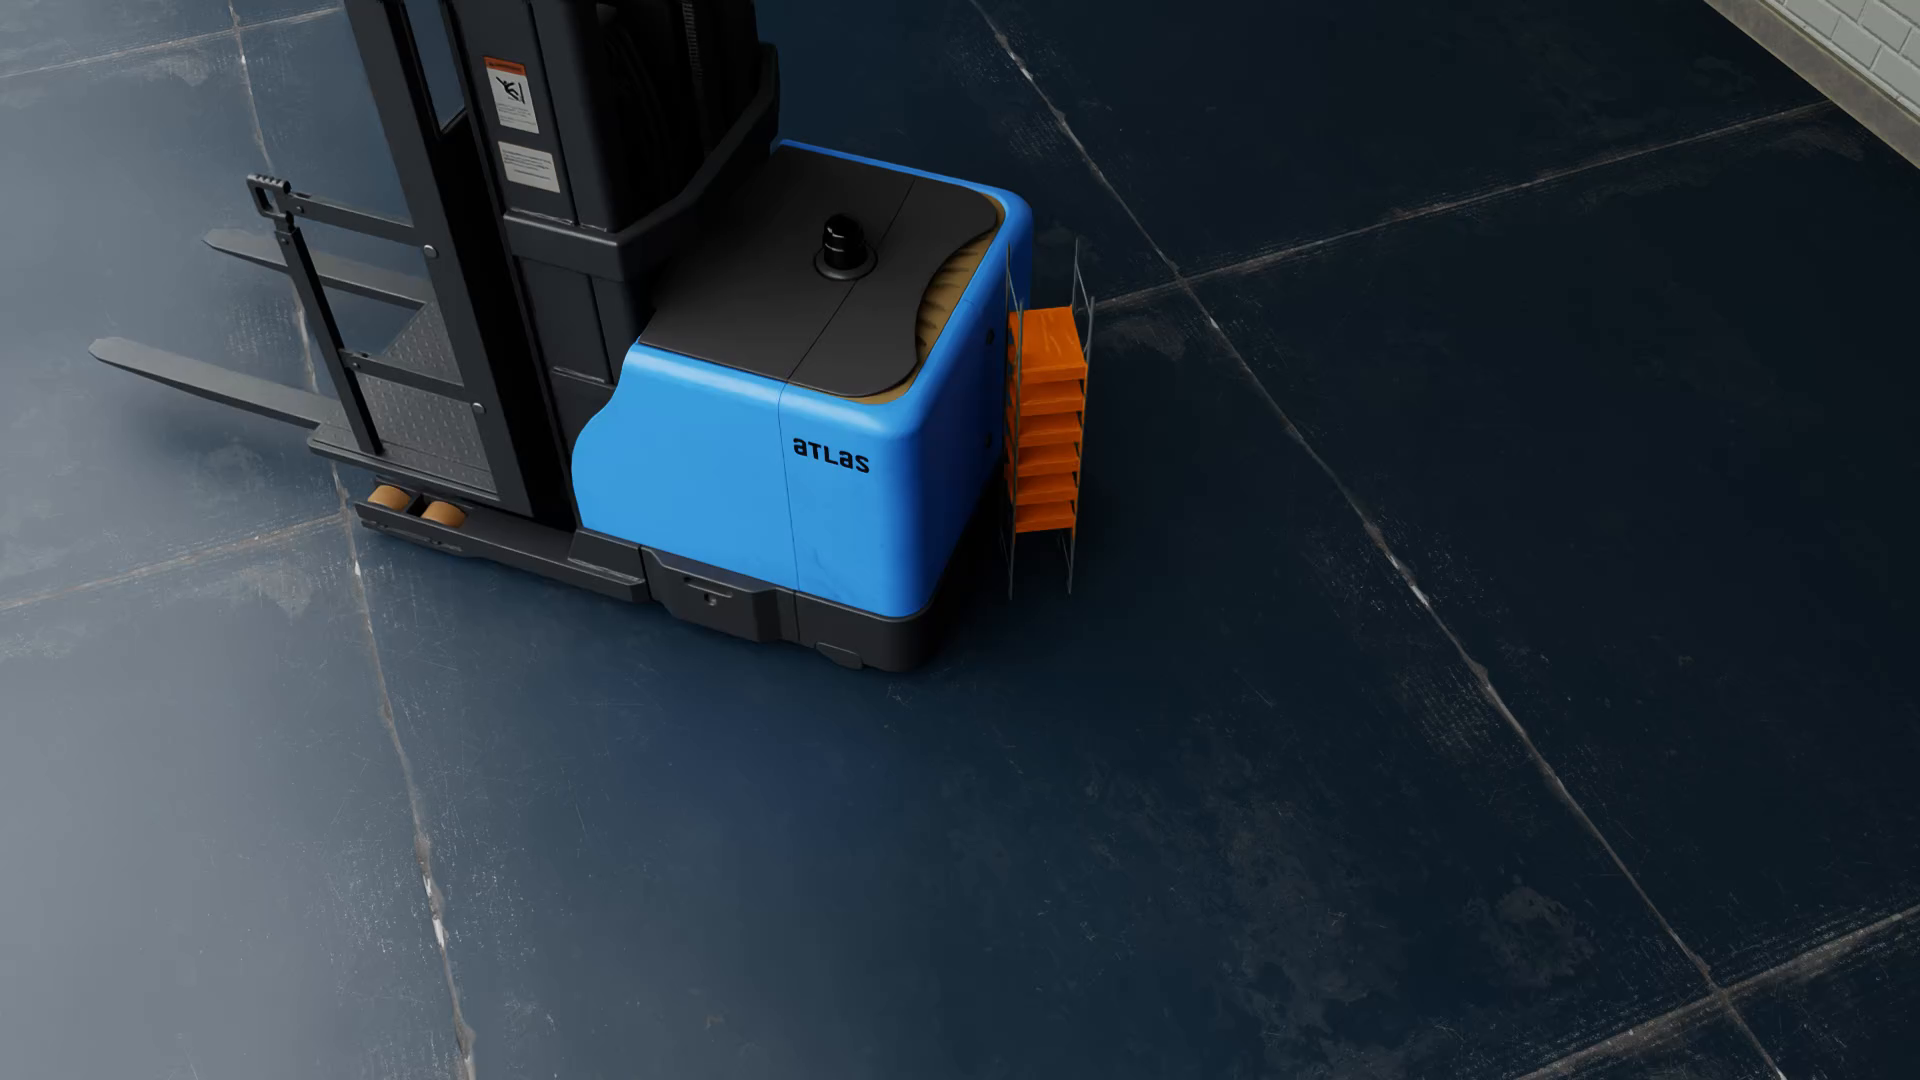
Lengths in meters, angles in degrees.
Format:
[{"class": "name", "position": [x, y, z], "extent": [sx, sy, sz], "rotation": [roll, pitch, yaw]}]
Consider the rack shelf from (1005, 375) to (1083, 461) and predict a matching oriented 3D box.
[{"class": "rack shelf", "position": [0.232, -0.353, 4.663], "extent": [0.180, 0.103, 0.258], "rotation": [-6, 50, -5]}]

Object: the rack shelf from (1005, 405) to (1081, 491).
[{"class": "rack shelf", "position": [0.232, -0.275, 4.754], "extent": [0.180, 0.103, 0.258], "rotation": [-6, 50, -5]}]

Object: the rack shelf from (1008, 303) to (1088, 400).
[{"class": "rack shelf", "position": [0.232, -0.509, 4.480], "extent": [0.180, 0.103, 0.258], "rotation": [-6, 50, -5]}]

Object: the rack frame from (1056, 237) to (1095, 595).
[{"class": "rack frame", "position": [0.323, -0.313, 4.728], "extent": [0.006, 1.200, 0.240], "rotation": [-6, 50, -5]}]

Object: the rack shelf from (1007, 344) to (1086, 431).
[{"class": "rack shelf", "position": [0.232, -0.431, 4.571], "extent": [0.180, 0.103, 0.258], "rotation": [-6, 50, -5]}]

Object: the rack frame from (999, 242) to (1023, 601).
[{"class": "rack frame", "position": [0.141, -0.295, 4.712], "extent": [0.006, 1.200, 0.240], "rotation": [-6, 50, -5]}]

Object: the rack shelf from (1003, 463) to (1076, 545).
[{"class": "rack shelf", "position": [0.232, -0.119, 4.936], "extent": [0.180, 0.103, 0.258], "rotation": [-6, 50, -5]}]

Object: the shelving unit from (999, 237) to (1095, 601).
[{"class": "shelving unit", "position": [0.232, -0.304, 4.720], "extent": [0.189, 1.200, 0.258], "rotation": [-6, 50, -5]}]

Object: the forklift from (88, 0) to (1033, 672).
[{"class": "forklift", "position": [-1.351, -1.274, 4.412], "extent": [3.031, 2.935, 1.130], "rotation": [16, 51, 13]}]

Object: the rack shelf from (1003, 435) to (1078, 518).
[{"class": "rack shelf", "position": [0.232, -0.197, 4.845], "extent": [0.180, 0.103, 0.258], "rotation": [-6, 50, -5]}]
